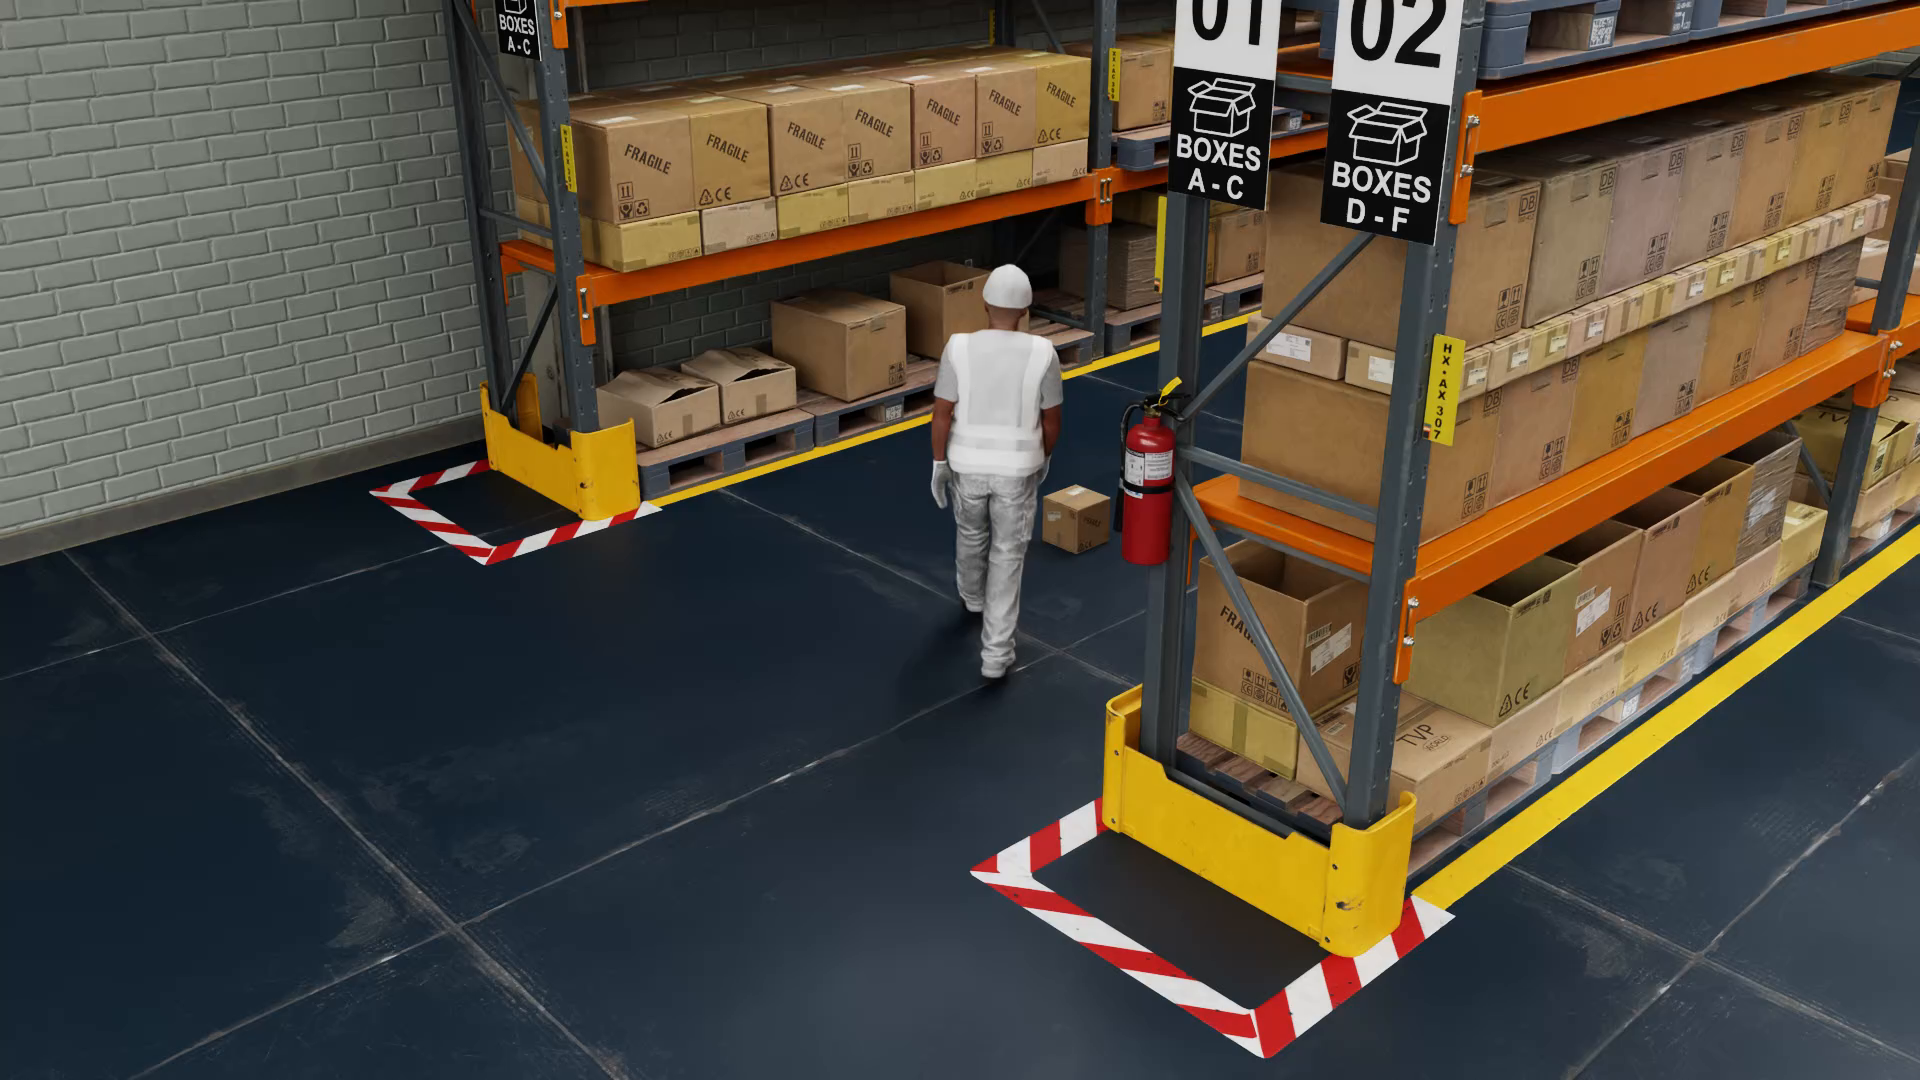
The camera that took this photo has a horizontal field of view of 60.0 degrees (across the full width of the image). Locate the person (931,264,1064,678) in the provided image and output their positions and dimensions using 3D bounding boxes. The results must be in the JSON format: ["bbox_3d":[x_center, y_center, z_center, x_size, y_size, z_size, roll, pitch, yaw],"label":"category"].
[{"bbox_3d":[0.176,-0.359,7.336,0.558,1.731,0.977,5,24,10],"label":"person"}]
